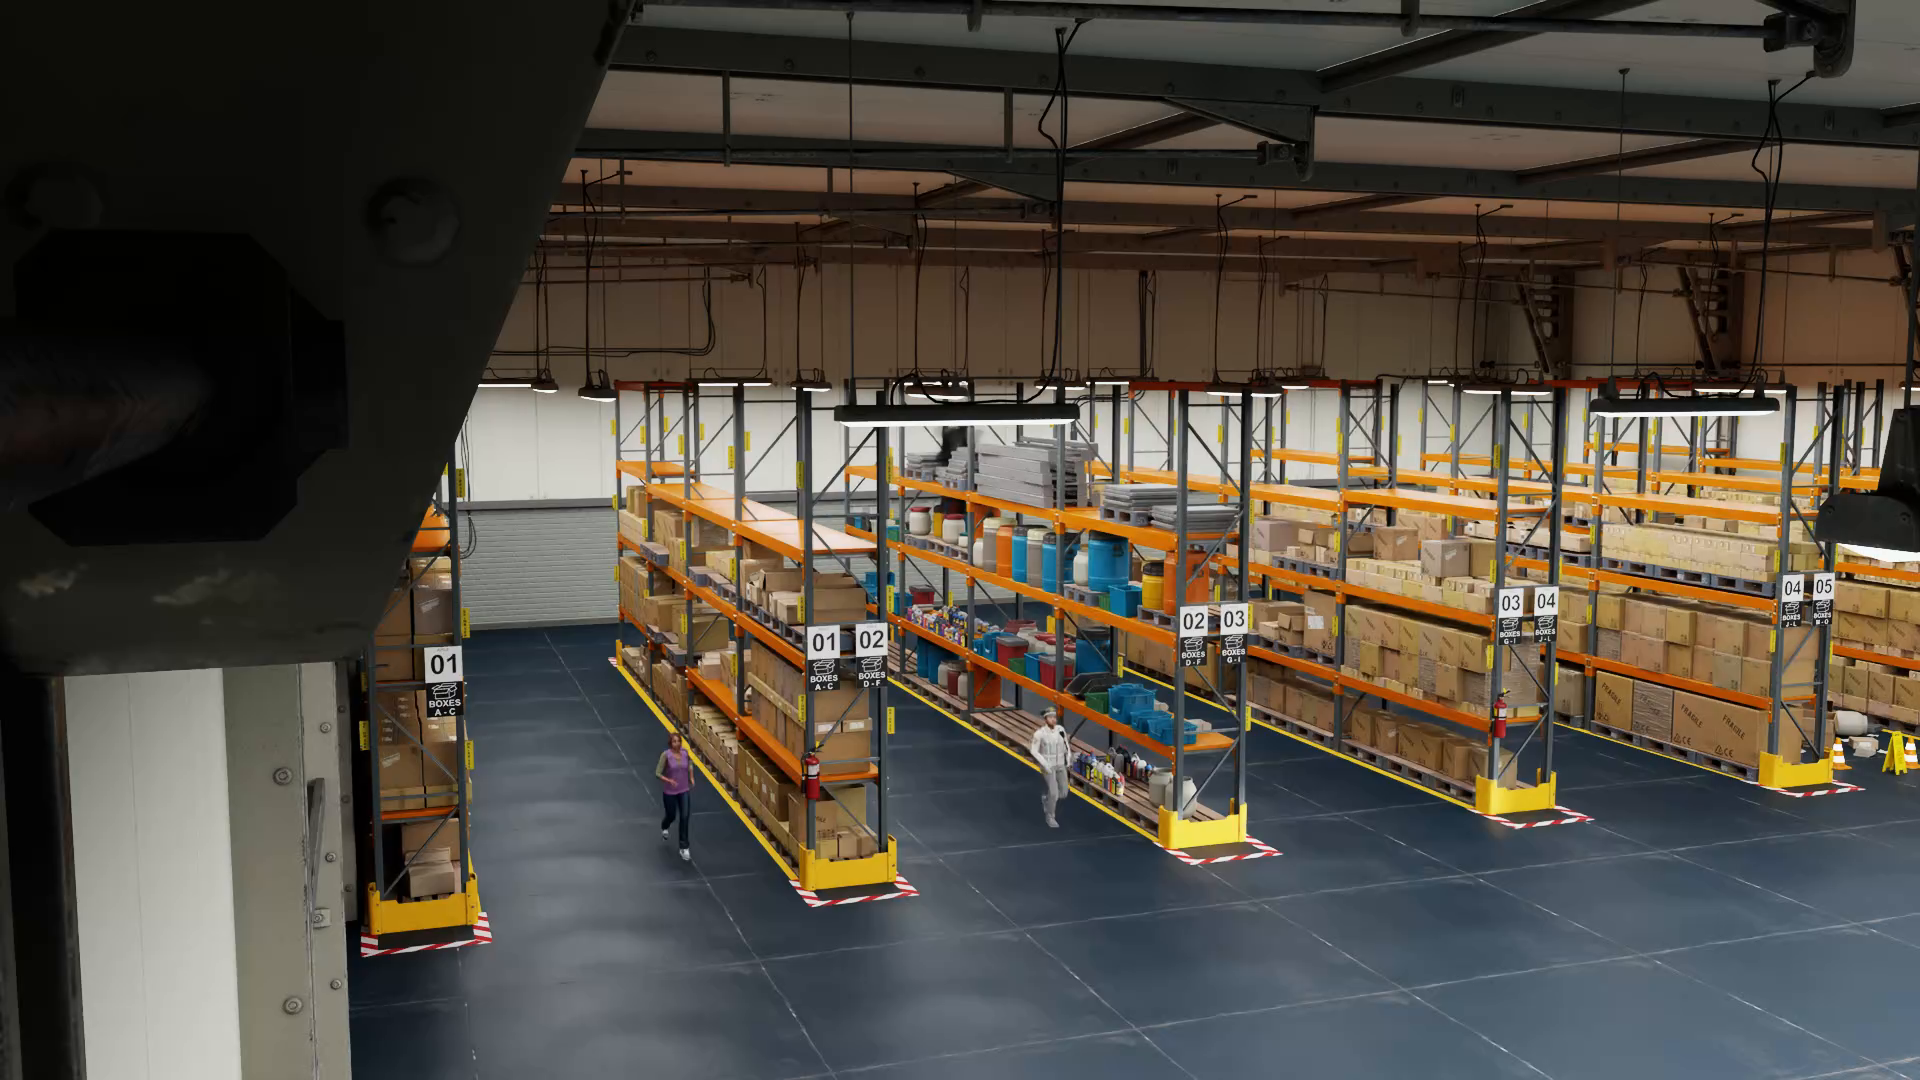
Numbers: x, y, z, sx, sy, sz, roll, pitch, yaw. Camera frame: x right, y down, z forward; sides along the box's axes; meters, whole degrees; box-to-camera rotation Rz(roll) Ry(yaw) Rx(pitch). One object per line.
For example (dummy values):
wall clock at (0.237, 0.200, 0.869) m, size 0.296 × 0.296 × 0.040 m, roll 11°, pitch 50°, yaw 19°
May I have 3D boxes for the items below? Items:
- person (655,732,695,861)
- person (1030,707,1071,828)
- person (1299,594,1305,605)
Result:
person at (-3.679, 3.312, 21.512) m, size 0.559 × 1.514 × 0.857 m, roll -3°, pitch 7°, yaw -28°
person at (1.258, 3.100, 22.873) m, size 0.619 × 1.667 × 0.508 m, roll -3°, pitch 7°, yaw -26°
person at (8.531, 1.192, 40.940) m, size 0.578 × 1.606 × 0.651 m, roll 6°, pitch 8°, yaw 42°
